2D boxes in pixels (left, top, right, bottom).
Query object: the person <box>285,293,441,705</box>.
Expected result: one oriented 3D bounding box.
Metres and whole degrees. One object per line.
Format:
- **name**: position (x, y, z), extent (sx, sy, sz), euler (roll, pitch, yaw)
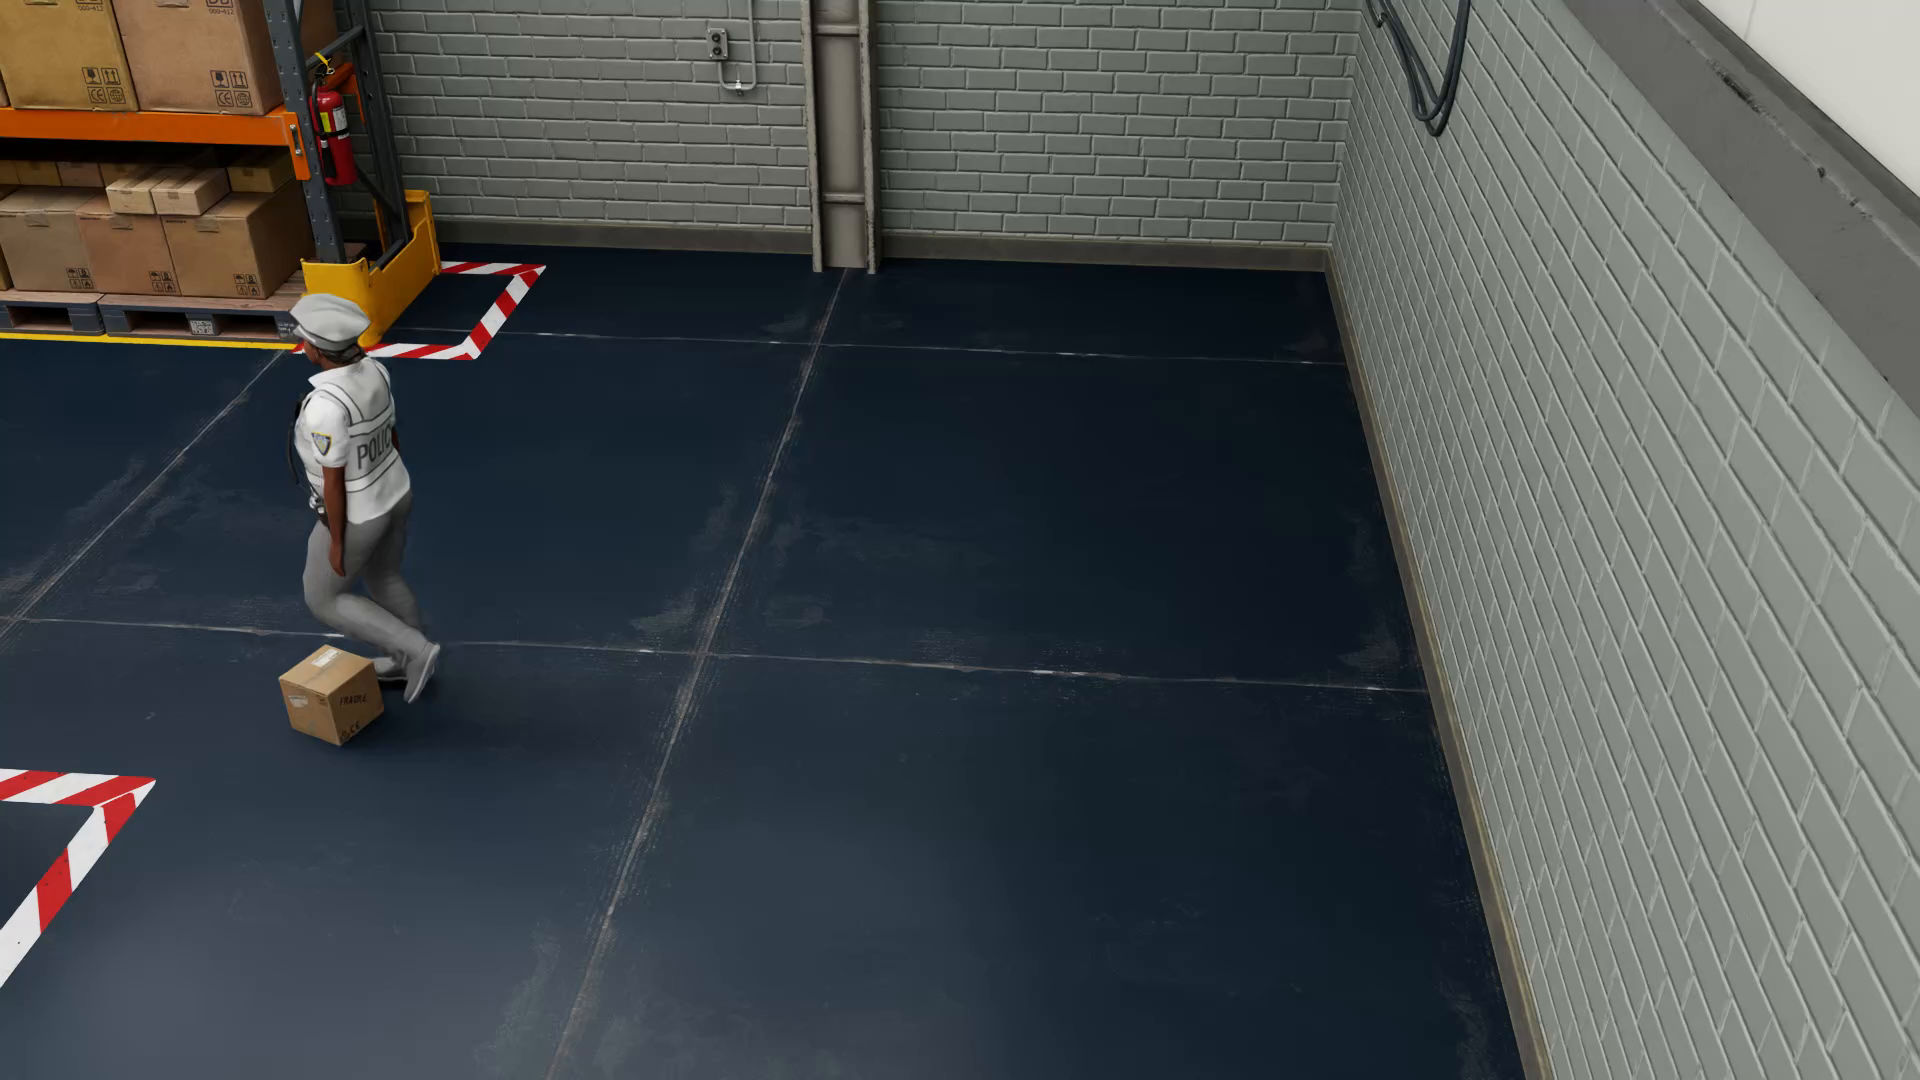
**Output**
- **person**: position (-2.242, -0.123, 6.254), extent (0.454, 1.685, 0.478), euler (7, 33, 11)
